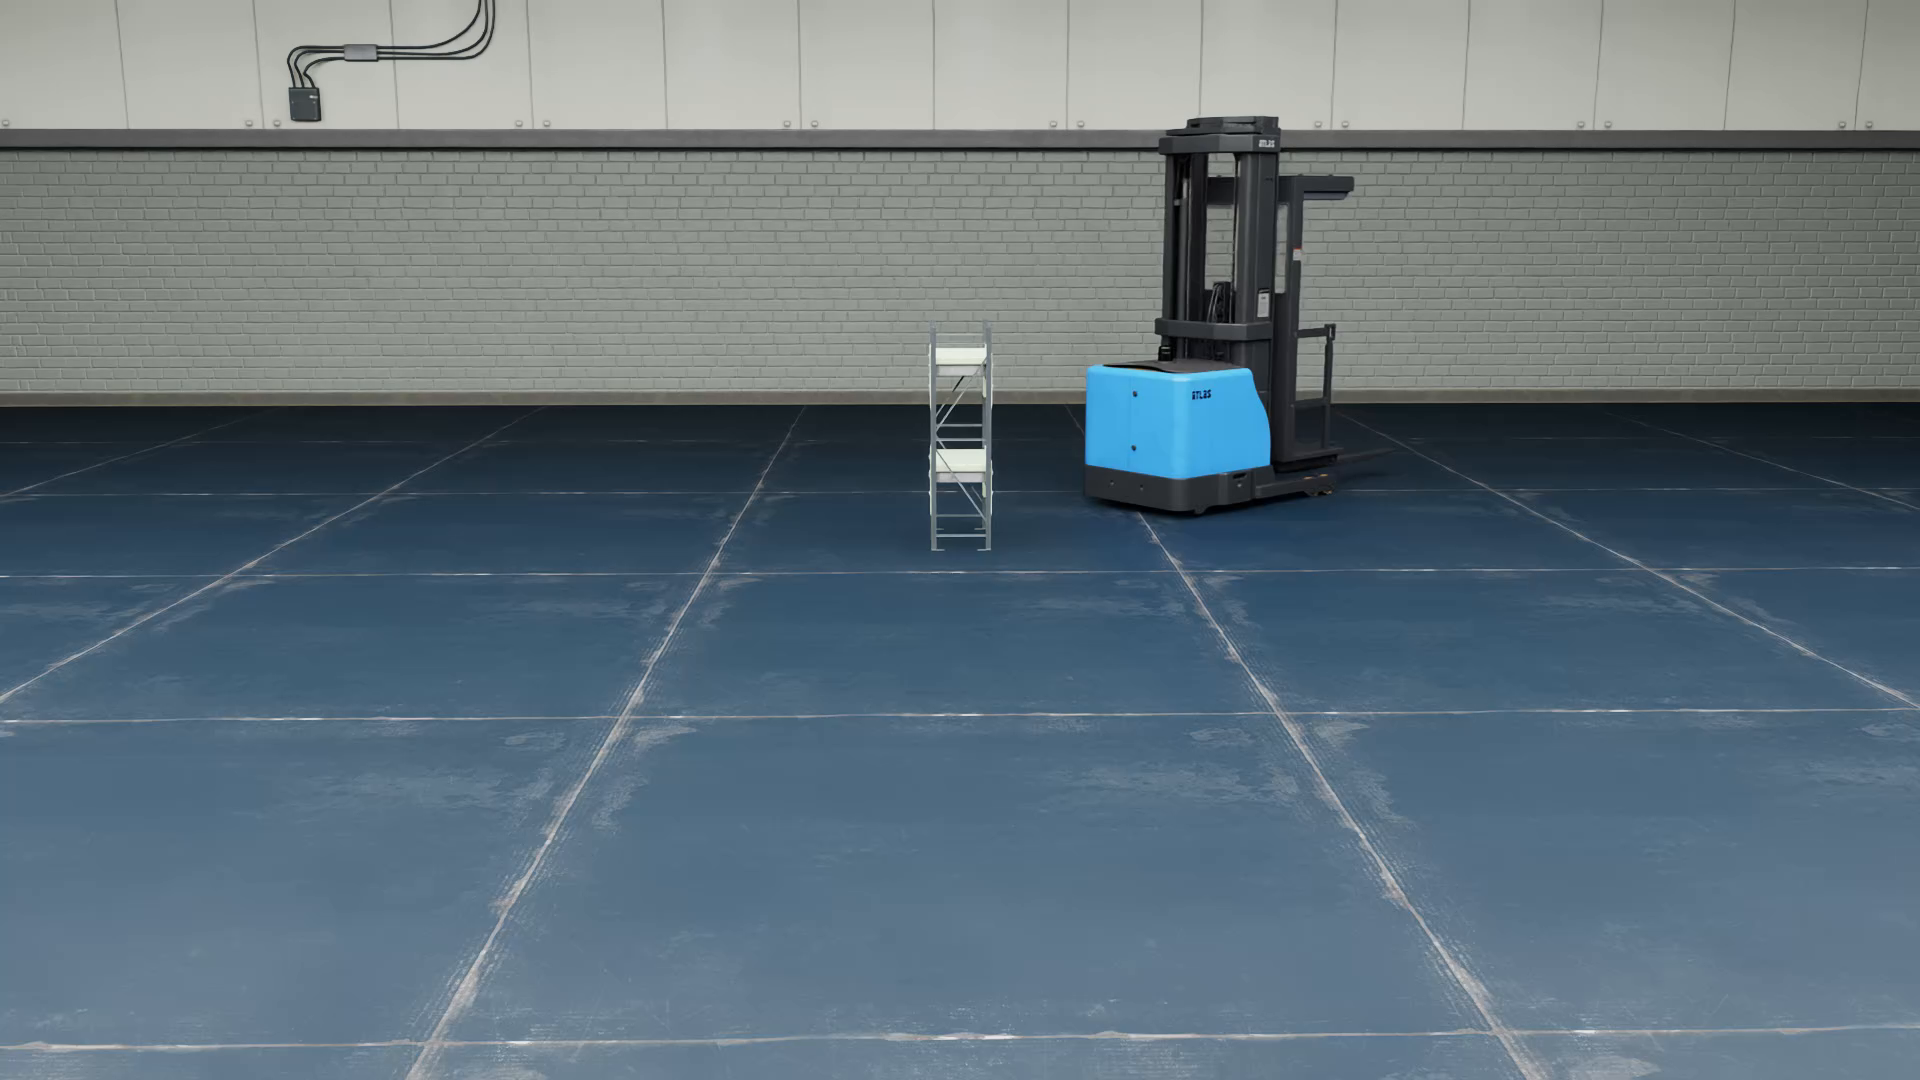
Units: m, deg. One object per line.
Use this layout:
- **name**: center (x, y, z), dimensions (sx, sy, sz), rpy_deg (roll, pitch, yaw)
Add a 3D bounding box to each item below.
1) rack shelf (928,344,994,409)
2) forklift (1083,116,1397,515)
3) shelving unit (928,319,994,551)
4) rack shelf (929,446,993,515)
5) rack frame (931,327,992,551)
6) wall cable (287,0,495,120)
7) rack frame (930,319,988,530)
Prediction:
- **rack shelf**: center (0.000, -1.119, 11.339), dimensions (0.431, 0.370, 0.720), rpy_deg (0, 11, -1)
- **forklift**: center (2.395, -1.845, 13.282), dimensions (3.031, 2.935, 1.130), rpy_deg (-10, 15, -40)
- **shelving unit**: center (0.000, -0.736, 11.417), dimensions (0.431, 1.500, 0.755), rpy_deg (0, 11, -1)
- **rack shelf**: center (0.000, -0.417, 11.481), dimensions (0.431, 0.370, 0.720), rpy_deg (0, 11, -1)
- **rack frame**: center (0.007, -0.664, 11.058), dimensions (0.400, 1.500, 0.023), rpy_deg (0, 11, -1)
- **wall cable**: center (-6.287, -7.622, 17.943), dimensions (2.305, 6.003, 0.169), rpy_deg (0, 11, -1)
- **rack frame**: center (-0.008, -0.809, 11.775), dimensions (0.400, 1.500, 0.023), rpy_deg (0, 11, -1)
